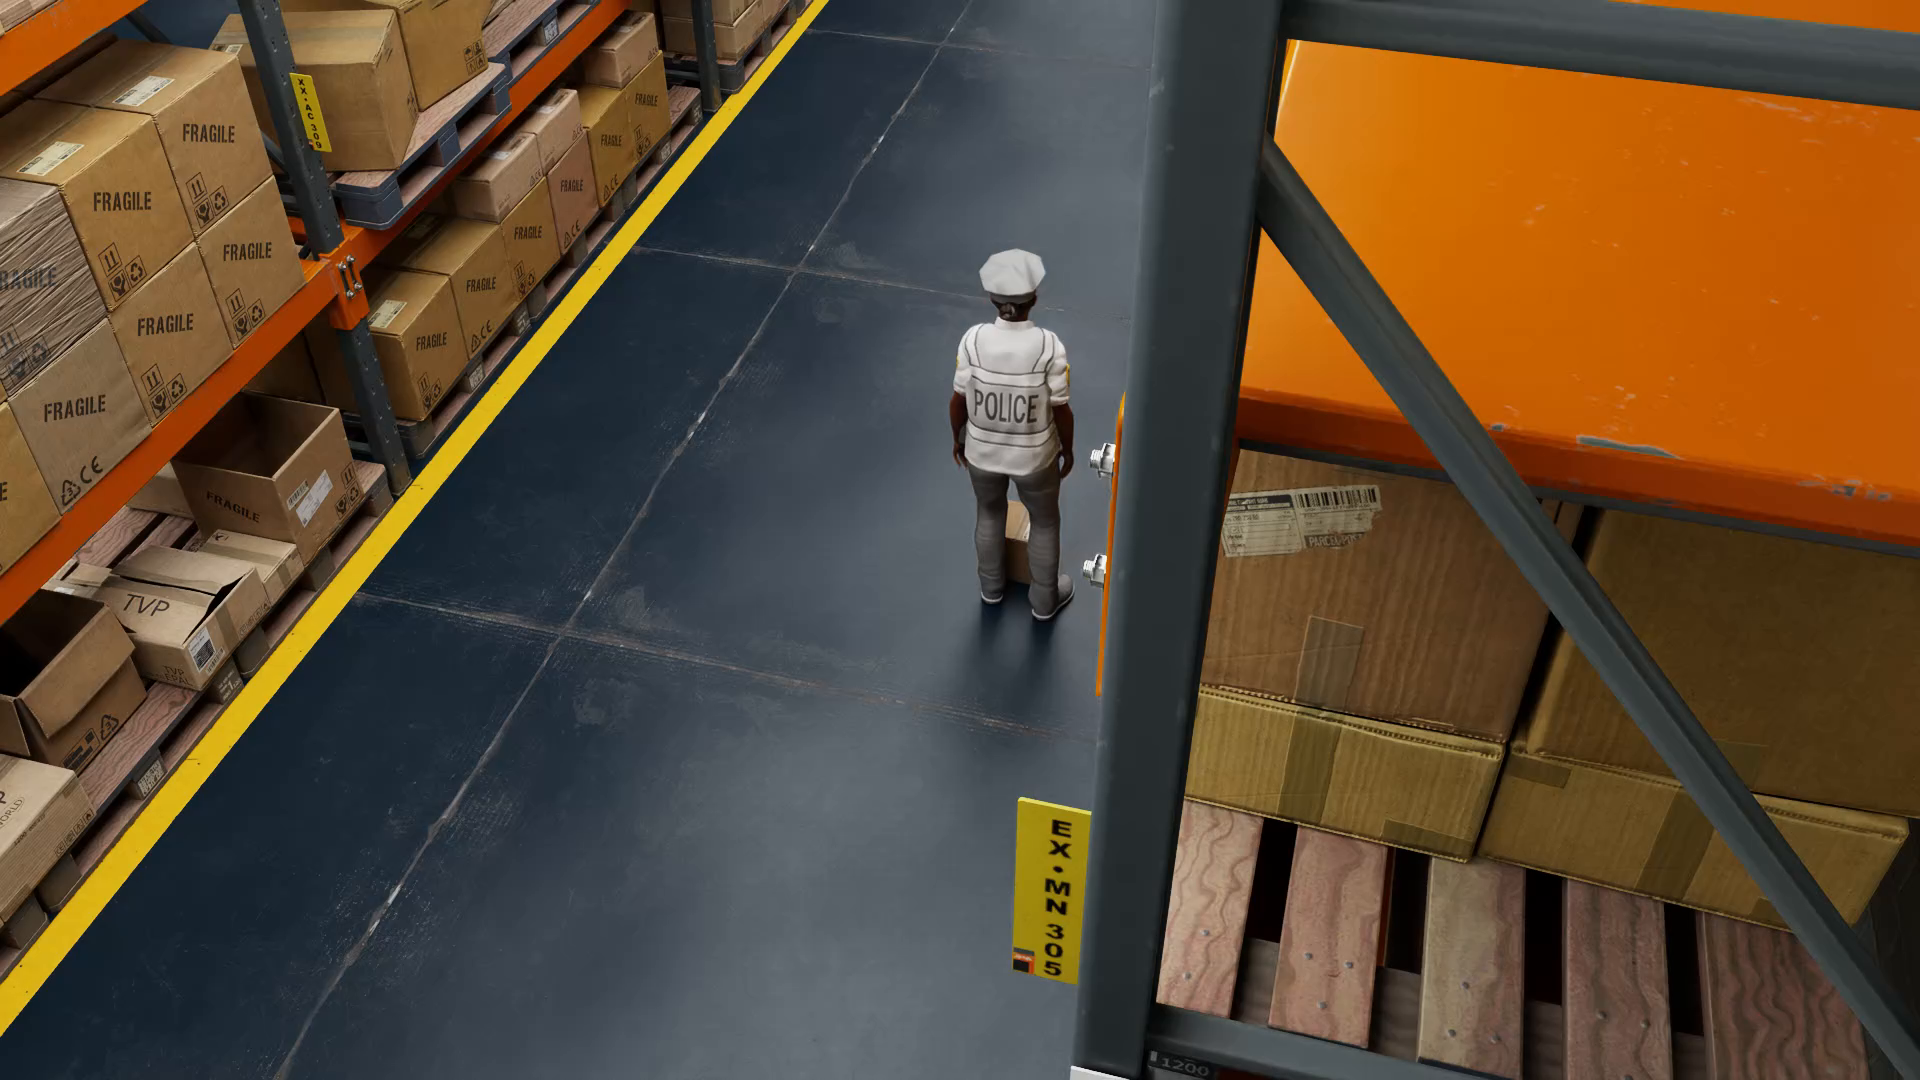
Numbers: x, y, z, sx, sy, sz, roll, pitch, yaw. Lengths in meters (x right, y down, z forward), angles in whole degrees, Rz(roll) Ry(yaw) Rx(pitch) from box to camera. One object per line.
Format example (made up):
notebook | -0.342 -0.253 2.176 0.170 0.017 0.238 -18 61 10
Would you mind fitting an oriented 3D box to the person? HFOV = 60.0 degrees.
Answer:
person | 0.227 -0.378 6.752 0.531 1.664 0.418 8 42 9
